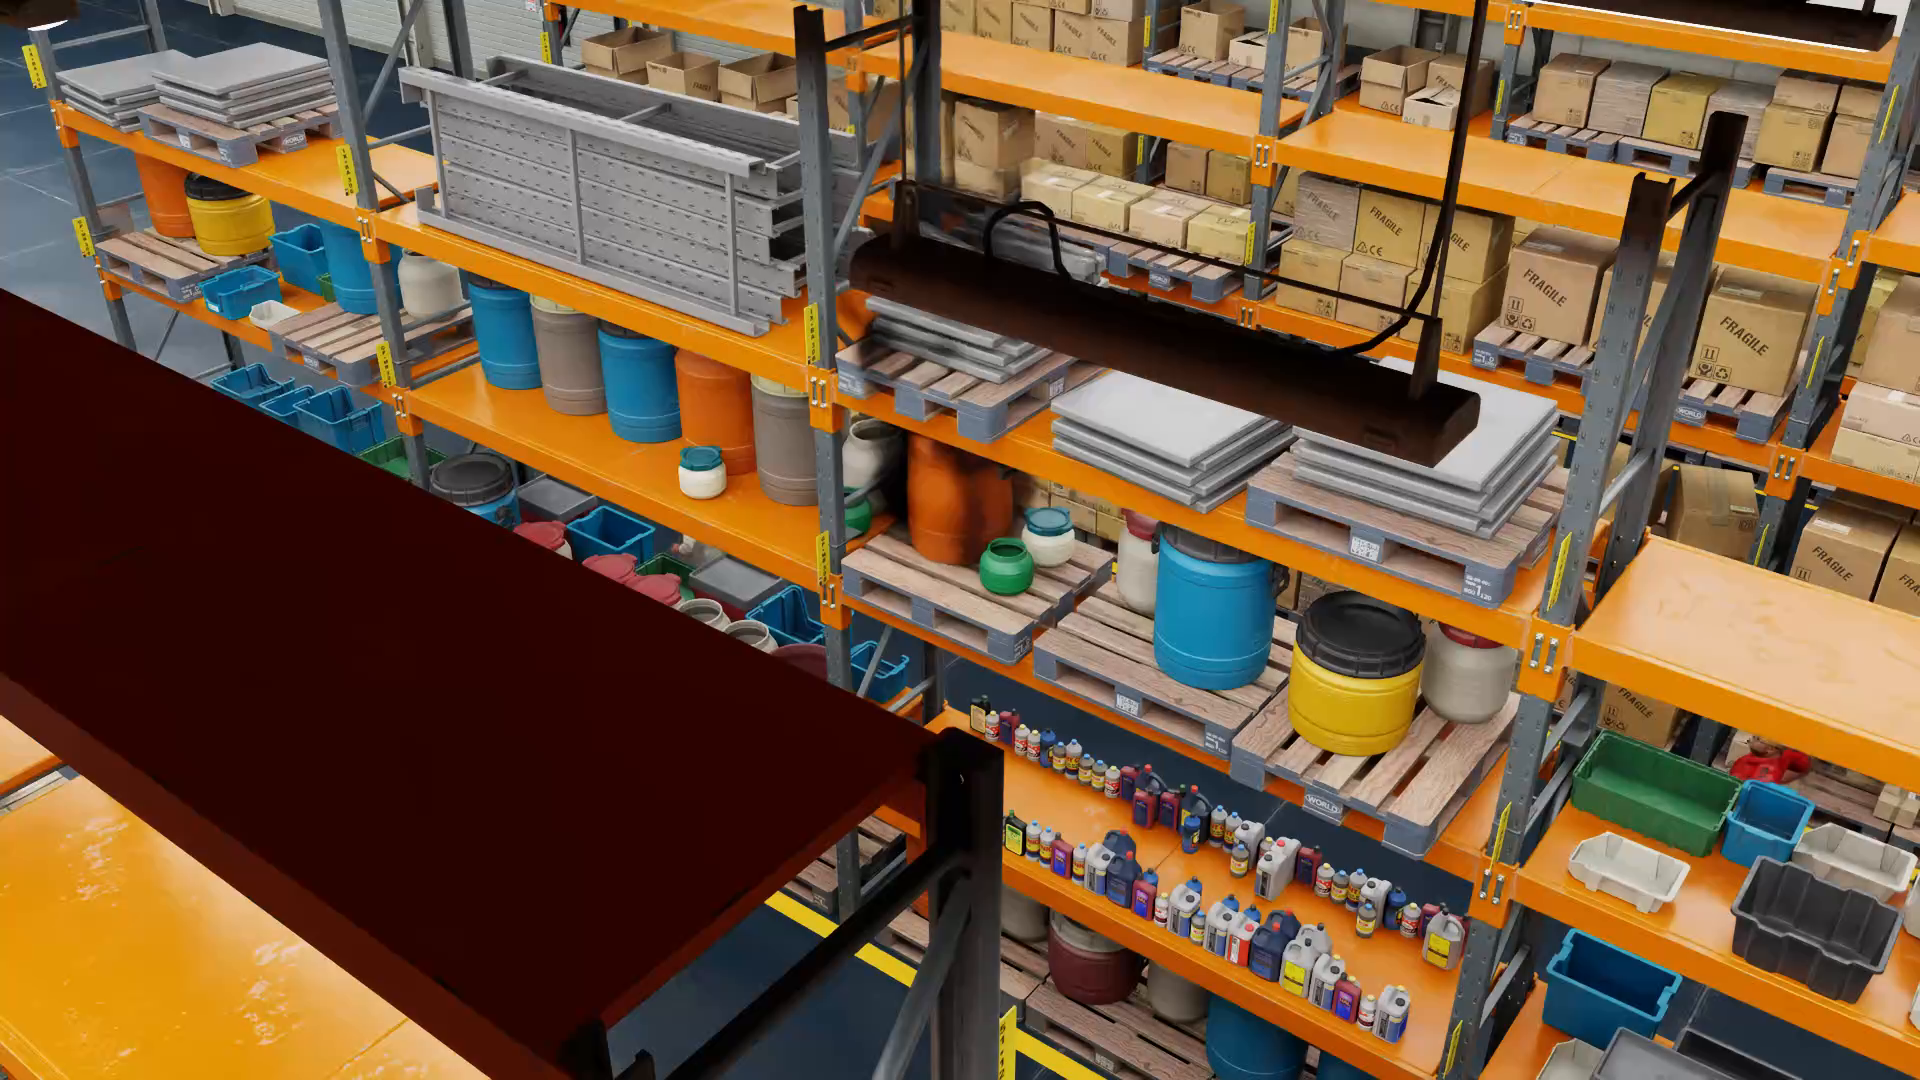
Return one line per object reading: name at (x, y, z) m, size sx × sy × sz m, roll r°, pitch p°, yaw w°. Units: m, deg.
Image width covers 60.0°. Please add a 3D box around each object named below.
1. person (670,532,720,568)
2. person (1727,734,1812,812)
person at (-2.069, 0.160, 13.540) m, size 0.549 × 1.558 × 0.537 m, roll 17°, pitch 35°, yaw 26°
person at (4.988, 1.863, 10.641) m, size 0.773 × 1.775 × 0.667 m, roll 16°, pitch 35°, yaw 25°
